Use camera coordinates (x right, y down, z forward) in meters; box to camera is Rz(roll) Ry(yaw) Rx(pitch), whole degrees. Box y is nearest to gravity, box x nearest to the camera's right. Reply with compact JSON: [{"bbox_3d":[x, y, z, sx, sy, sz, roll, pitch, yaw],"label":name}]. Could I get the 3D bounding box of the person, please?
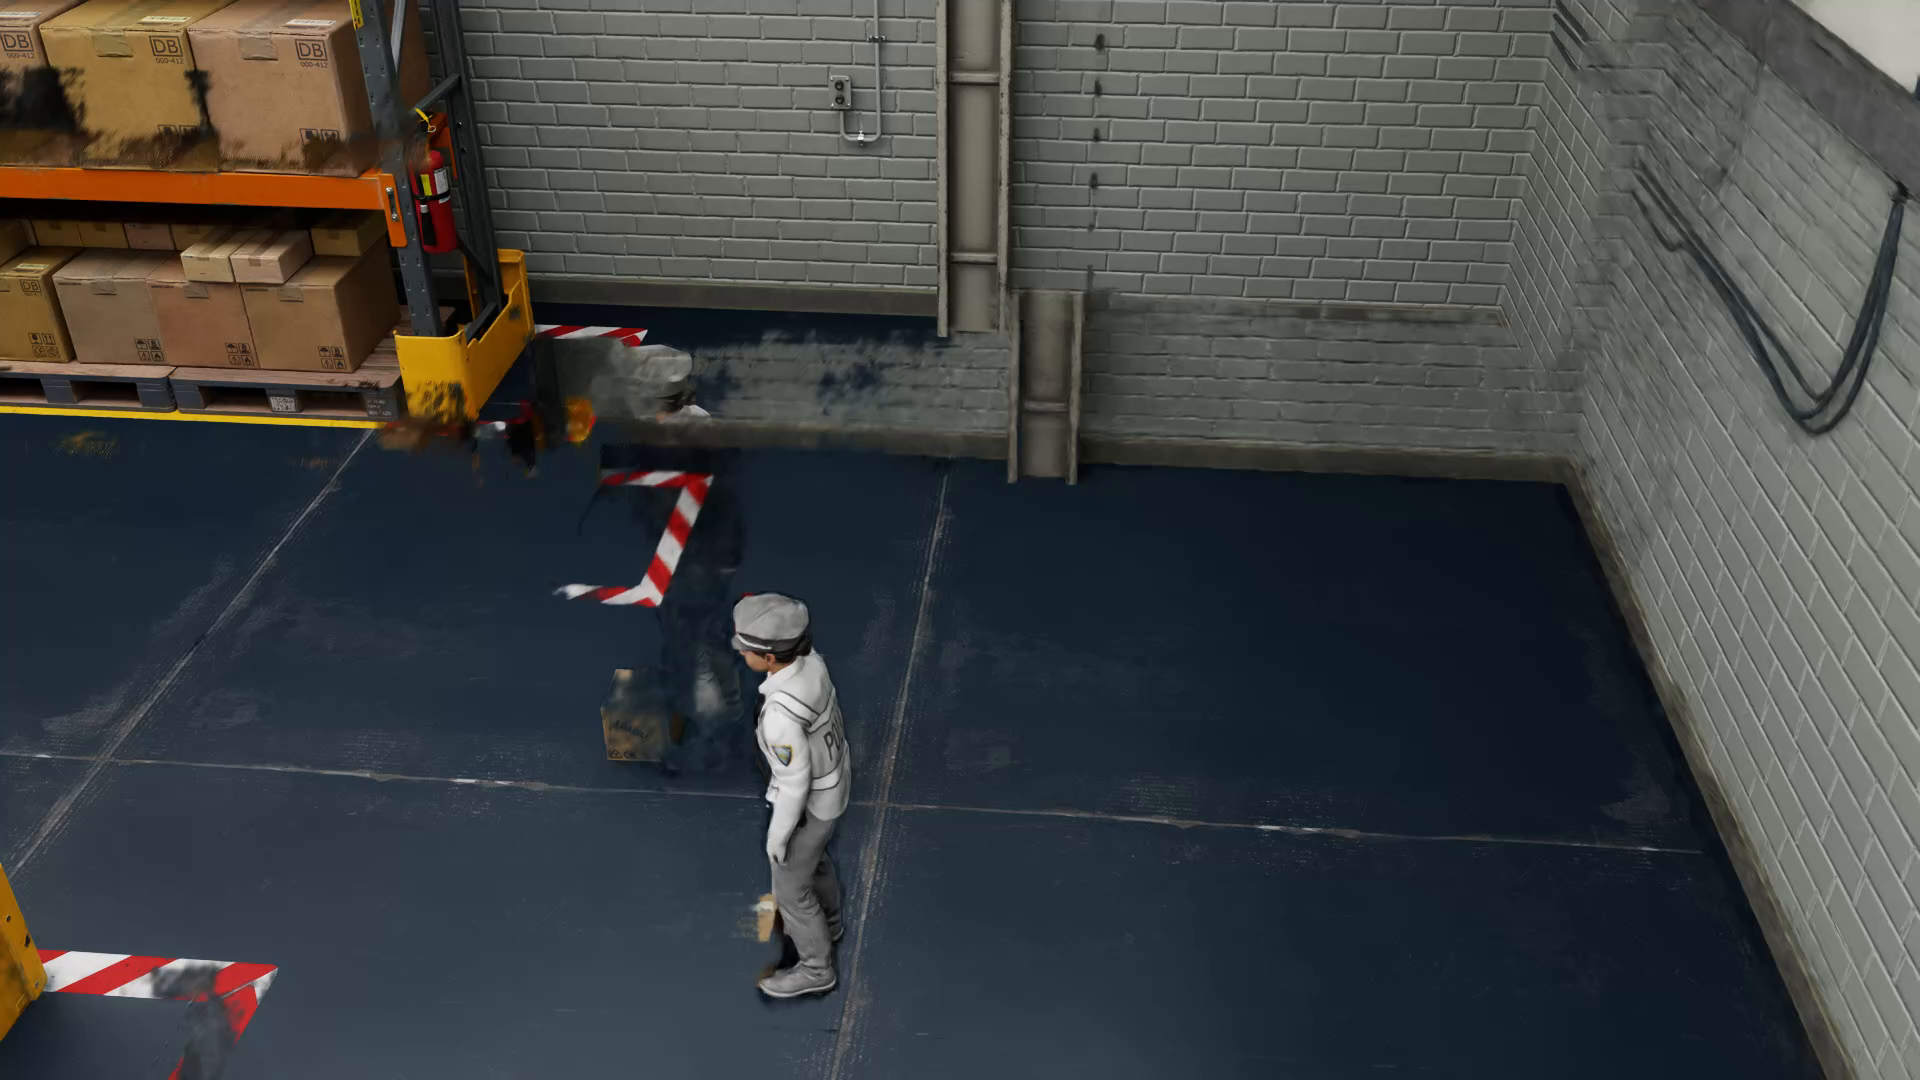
[{"bbox_3d":[-0.974,0.080,6.006,0.371,1.663,0.530,3,32,4],"label":"person"}]
